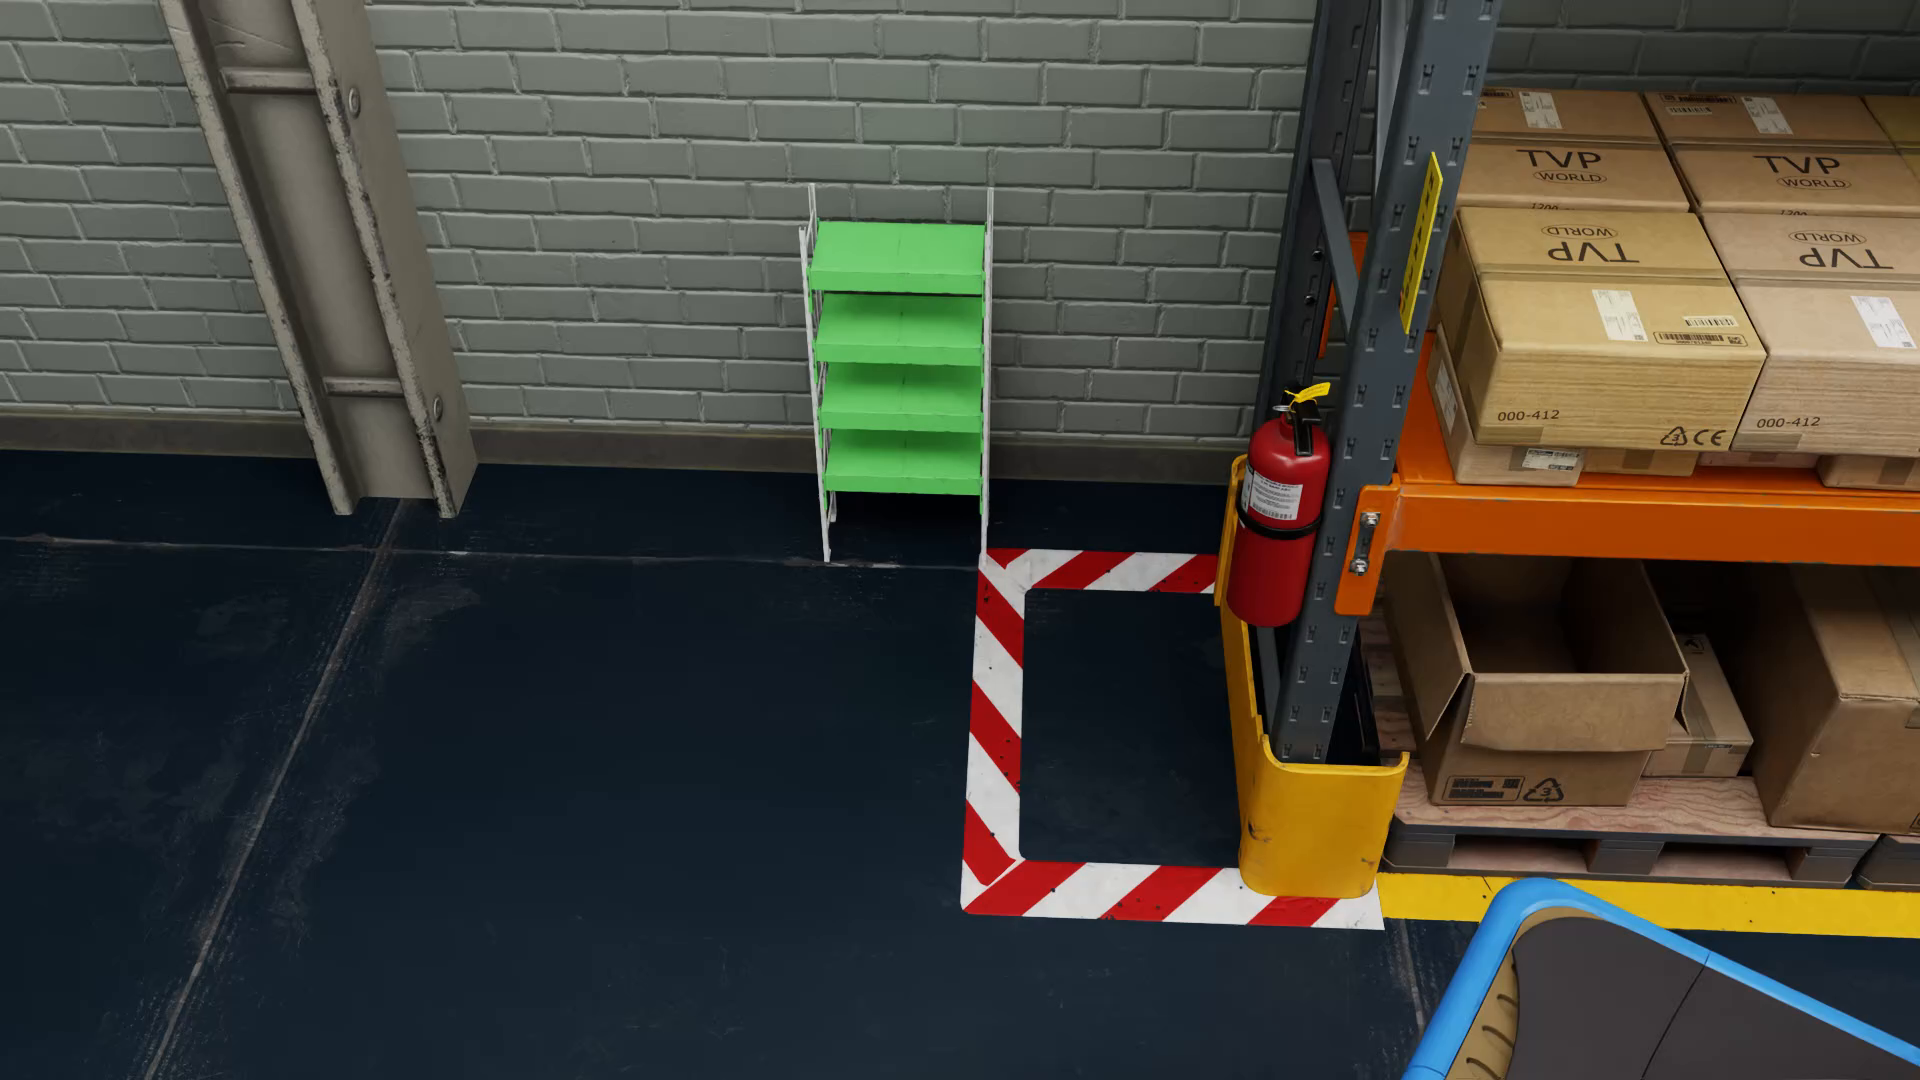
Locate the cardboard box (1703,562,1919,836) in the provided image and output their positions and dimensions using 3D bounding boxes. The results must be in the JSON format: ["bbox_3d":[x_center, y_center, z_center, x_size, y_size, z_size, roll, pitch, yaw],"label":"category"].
[{"bbox_3d":[2.307,0.315,4.237,0.500,0.500,0.700,3,43,4],"label":"cardboard box"}]

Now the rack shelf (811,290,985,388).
[{"bbox_3d":[-0.166,-0.573,4.726,0.480,0.148,0.258,2,43,2],"label":"rack shelf"}]

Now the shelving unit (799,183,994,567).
[{"bbox_3d":[-0.165,-0.444,4.846,0.503,1.200,0.258,2,43,2],"label":"shelving unit"}]

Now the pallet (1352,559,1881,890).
[{"bbox_3d":[1.720,0.464,4.597,1.213,0.211,1.003,2,43,2],"label":"pallet"}]

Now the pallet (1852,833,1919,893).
[{"bbox_3d":[2.936,0.504,4.555,1.213,0.211,1.003,2,43,2],"label":"pallet"}]

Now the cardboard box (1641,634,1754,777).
[{"bbox_3d":[1.877,0.430,4.371,0.250,0.149,0.380,0,43,0],"label":"cardboard box"}]

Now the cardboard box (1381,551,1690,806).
[{"bbox_3d":[1.454,0.261,4.293,0.637,0.503,0.797,0,43,0],"label":"cardboard box"}]

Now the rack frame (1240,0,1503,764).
[{"bbox_3d":[0.848,-0.582,3.674,0.127,3.000,1.000,2,43,2],"label":"rack frame"}]

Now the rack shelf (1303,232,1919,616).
[{"bbox_3d":[2.846,-0.258,3.854,4.000,0.370,1.077,2,43,2],"label":"rack shelf"}]

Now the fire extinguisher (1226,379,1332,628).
[{"bbox_3d":[0.680,-0.107,3.495,0.183,0.674,0.296,2,43,2],"label":"fire extinguisher"}]

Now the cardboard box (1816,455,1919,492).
[{"bbox_3d":[1.934,-0.283,3.538,0.250,0.149,0.380,3,43,3],"label":"cardboard box"}]

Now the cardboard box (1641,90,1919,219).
[{"bbox_3d":[1.834,-0.786,3.785,0.500,0.250,0.500,2,43,2],"label":"cardboard box"}]

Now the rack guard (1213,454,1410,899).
[{"bbox_3d":[0.924,0.335,4.524,0.348,0.500,1.175,2,43,2],"label":"rack guard"}]

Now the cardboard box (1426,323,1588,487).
[{"bbox_3d":[1.164,-0.293,3.549,0.250,0.149,0.380,1,43,2],"label":"cardboard box"}]

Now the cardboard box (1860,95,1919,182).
[{"bbox_3d":[2.329,-0.768,3.765,0.500,0.250,0.500,3,43,3],"label":"cardboard box"}]

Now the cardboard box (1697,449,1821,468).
[{"bbox_3d":[1.684,-0.333,3.591,0.250,0.149,0.380,1,43,1],"label":"cardboard box"}]

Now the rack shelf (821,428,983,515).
[{"bbox_3d":[-0.165,-0.222,5.054,0.480,0.148,0.258,2,43,2],"label":"rack shelf"}]

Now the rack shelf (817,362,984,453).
[{"bbox_3d":[-0.165,-0.397,4.890,0.480,0.148,0.258,2,43,2],"label":"rack shelf"}]

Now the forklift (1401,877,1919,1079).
[{"bbox_3d":[1.998,1.136,1.881,3.031,2.935,1.130,24,48,24],"label":"forklift"}]

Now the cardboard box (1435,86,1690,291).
[{"bbox_3d":[1.319,-0.803,3.803,0.500,0.250,0.500,3,43,3],"label":"cardboard box"}]

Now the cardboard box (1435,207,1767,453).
[{"bbox_3d":[1.289,-0.439,3.412,0.500,0.250,0.500,2,43,2],"label":"cardboard box"}]

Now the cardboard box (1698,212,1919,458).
[{"bbox_3d":[1.792,-0.423,3.396,0.500,0.250,0.500,2,43,2],"label":"cardboard box"}]

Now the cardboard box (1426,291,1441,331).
[{"bbox_3d":[1.191,-0.663,3.945,0.250,0.149,0.380,1,43,1],"label":"cardboard box"}]

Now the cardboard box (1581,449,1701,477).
[{"bbox_3d":[1.420,-0.317,3.574,0.250,0.149,0.380,3,43,3],"label":"cardboard box"}]

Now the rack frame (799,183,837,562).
[{"bbox_3d":[-0.409,-0.452,4.855,0.015,1.200,0.240,2,43,2],"label":"rack frame"}]

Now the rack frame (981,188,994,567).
[{"bbox_3d":[0.078,-0.437,4.838,0.015,1.200,0.240,2,43,2],"label":"rack frame"}]

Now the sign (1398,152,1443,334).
[{"bbox_3d":[0.823,-0.529,2.983,0.005,0.325,0.100,2,43,2],"label":"sign"}]

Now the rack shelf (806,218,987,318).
[{"bbox_3d":[-0.166,-0.749,4.563,0.480,0.148,0.258,2,43,2],"label":"rack shelf"}]
